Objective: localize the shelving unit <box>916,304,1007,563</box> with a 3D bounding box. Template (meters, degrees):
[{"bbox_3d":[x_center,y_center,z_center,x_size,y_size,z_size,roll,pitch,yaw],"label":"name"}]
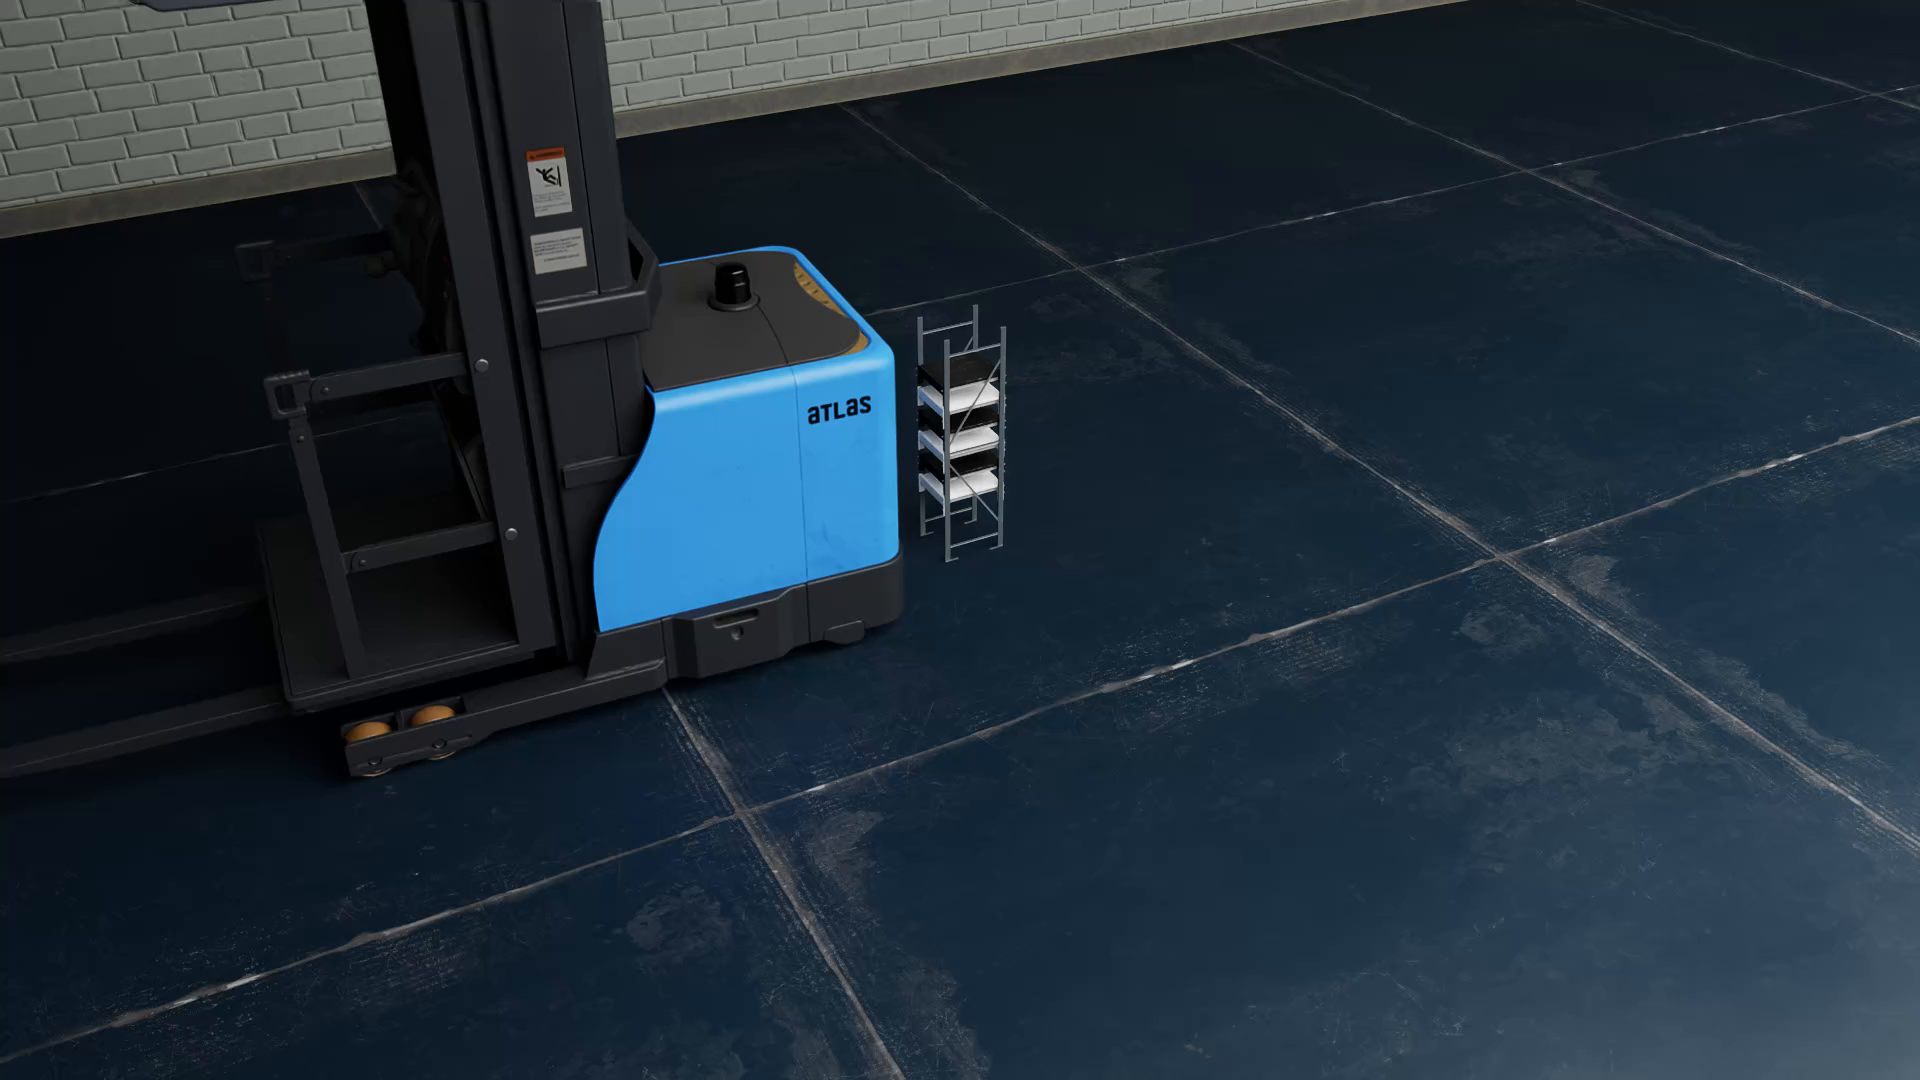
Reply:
[{"bbox_3d":[0.004,-0.375,6.001,0.258,0.900,0.210,-16,36,-23],"label":"shelving unit"}]

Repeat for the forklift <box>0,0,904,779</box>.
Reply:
[{"bbox_3d":[-1.754,-0.832,4.832,3.031,2.935,1.130,-14,35,-20],"label":"forklift"}]

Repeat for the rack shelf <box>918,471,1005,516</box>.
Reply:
[{"bbox_3d":[0.004,-0.195,6.116,0.258,0.077,0.200,-16,36,-23],"label":"rack shelf"}]

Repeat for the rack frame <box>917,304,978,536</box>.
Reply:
[{"bbox_3d":[-0.044,-0.424,6.077,0.240,0.900,0.006,-16,36,-23],"label":"rack frame"}]

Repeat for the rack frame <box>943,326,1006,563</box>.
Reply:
[{"bbox_3d":[0.051,-0.327,5.925,0.240,0.900,0.006,-16,36,-23],"label":"rack frame"}]

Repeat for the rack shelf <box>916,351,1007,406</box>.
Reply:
[{"bbox_3d":[0.004,-0.574,5.874,0.258,0.077,0.200,-16,36,-23],"label":"rack shelf"}]

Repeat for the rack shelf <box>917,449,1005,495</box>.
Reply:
[{"bbox_3d":[0.004,-0.271,6.068,0.258,0.077,0.200,-16,36,-23],"label":"rack shelf"}]

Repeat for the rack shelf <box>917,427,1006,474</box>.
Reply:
[{"bbox_3d":[0.004,-0.347,6.019,0.258,0.077,0.200,-16,36,-23],"label":"rack shelf"}]

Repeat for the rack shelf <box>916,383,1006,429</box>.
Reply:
[{"bbox_3d":[0.004,-0.499,5.922,0.258,0.077,0.200,-16,36,-23],"label":"rack shelf"}]

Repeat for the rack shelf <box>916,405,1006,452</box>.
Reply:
[{"bbox_3d":[0.004,-0.423,5.971,0.258,0.077,0.200,-16,36,-23],"label":"rack shelf"}]
